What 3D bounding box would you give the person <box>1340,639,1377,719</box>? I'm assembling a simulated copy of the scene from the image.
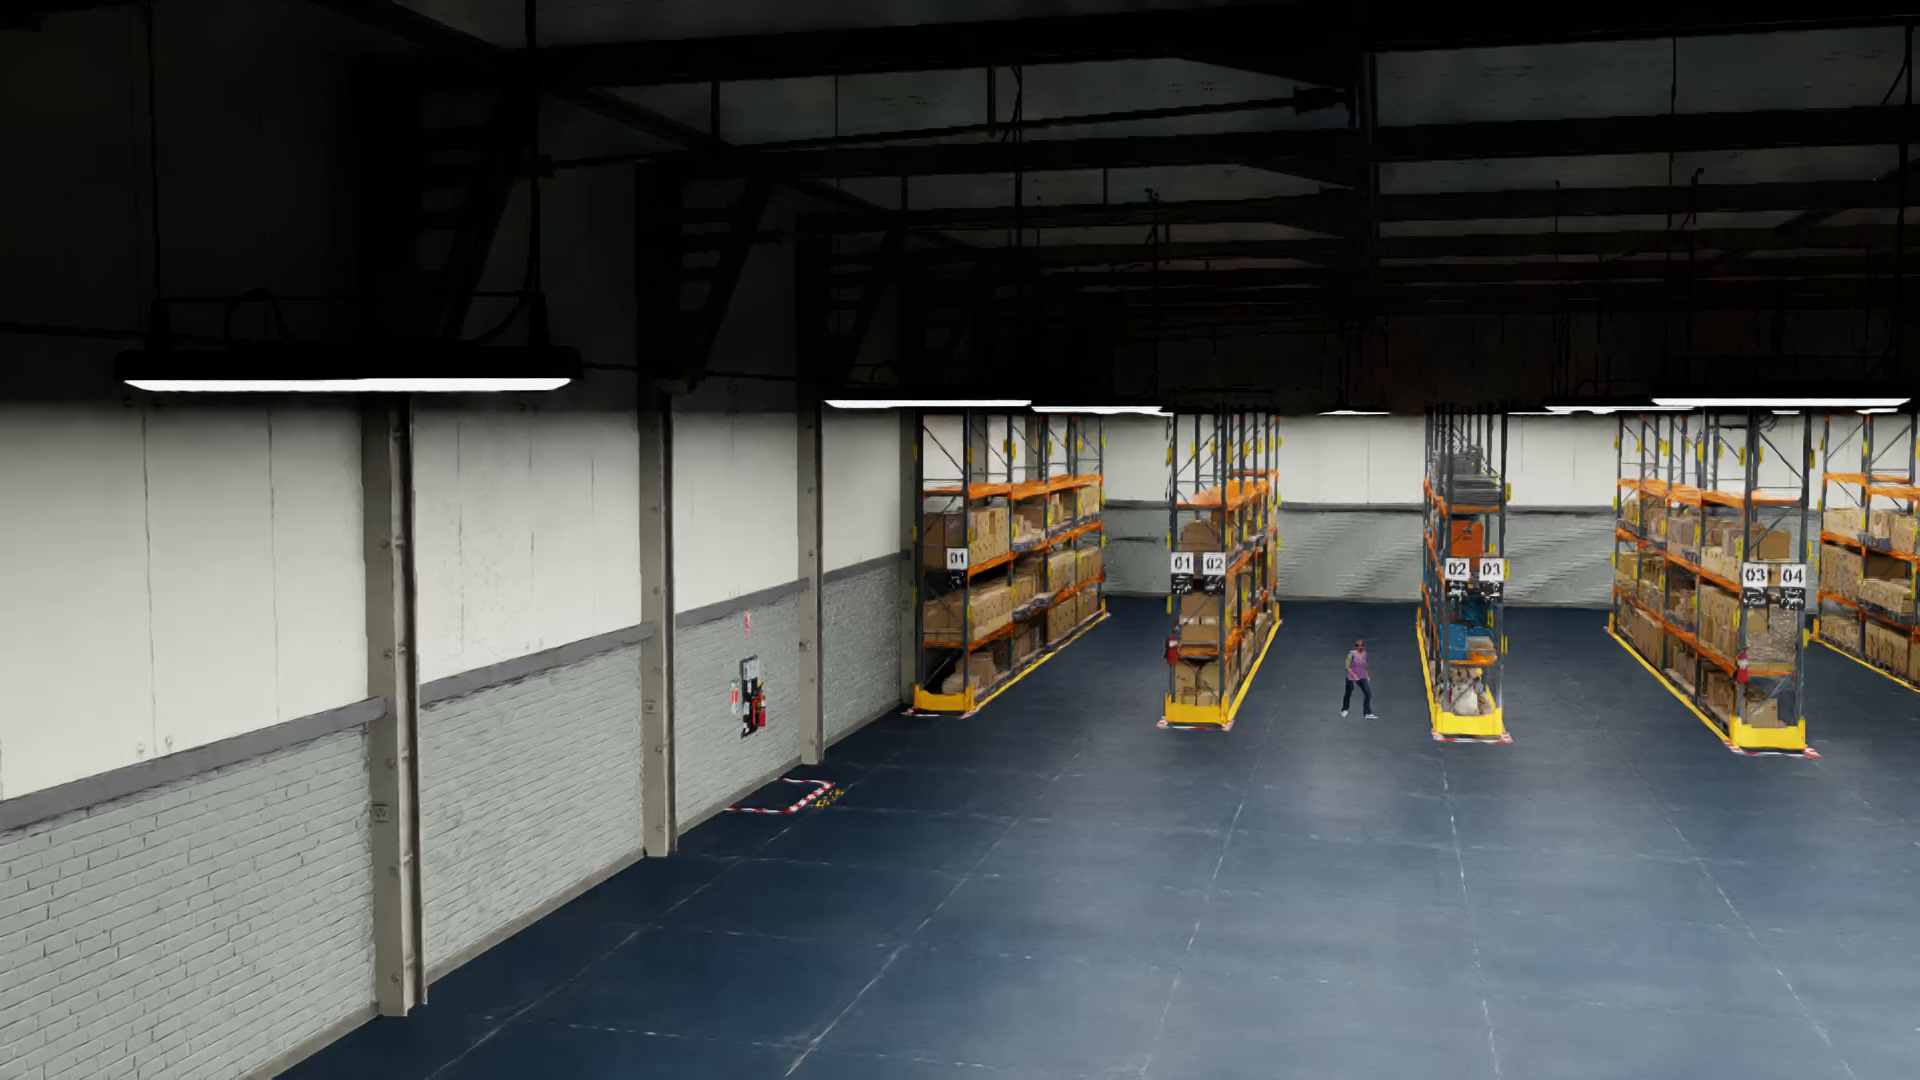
[{"bbox_3d":[7.545,2.616,31.579,0.569,1.530,0.774,0,4,-4],"label":"person"}]
